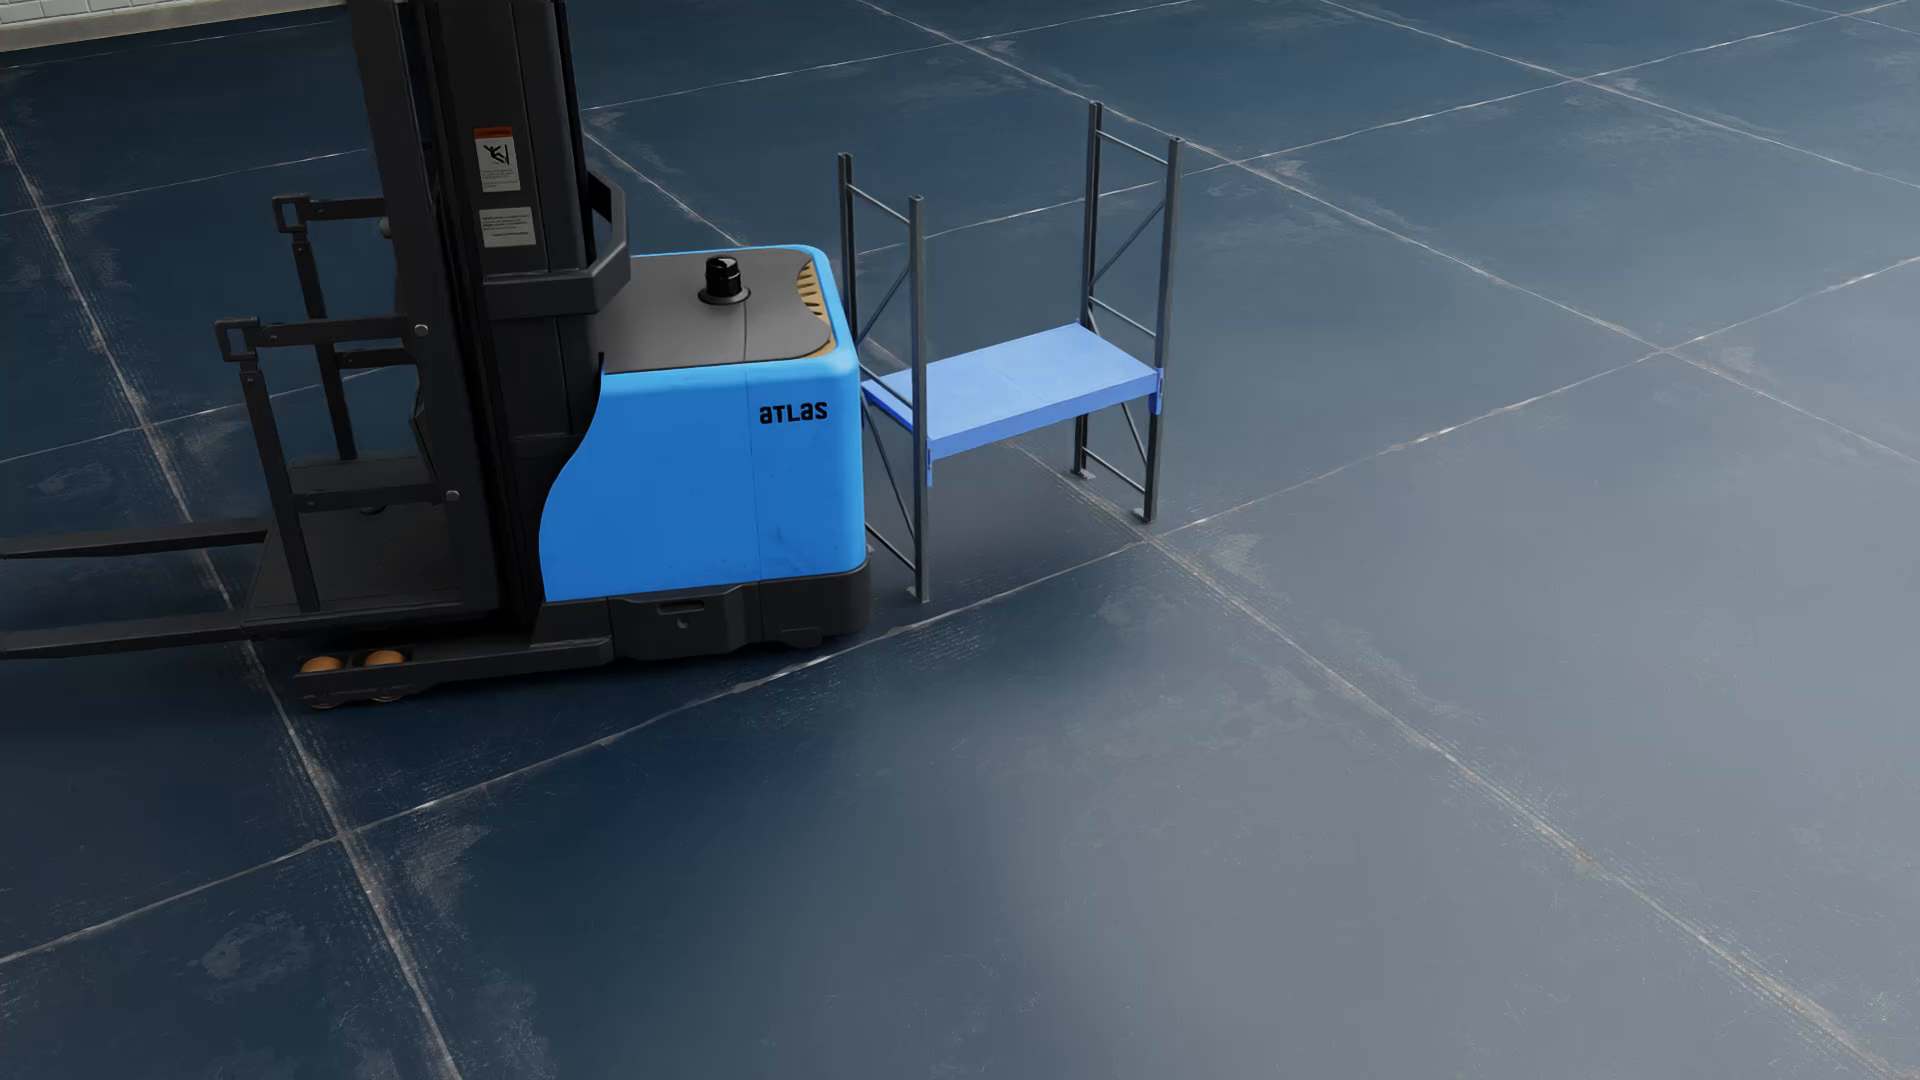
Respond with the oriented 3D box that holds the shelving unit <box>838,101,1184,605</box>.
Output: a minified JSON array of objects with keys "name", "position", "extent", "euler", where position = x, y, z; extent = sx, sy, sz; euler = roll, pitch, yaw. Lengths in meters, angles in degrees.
[{"name":"shelving unit","position":[0.175,-0.667,5.901],"extent":[1.048,1.500,0.538],"euler":[-19,37,-27]}]

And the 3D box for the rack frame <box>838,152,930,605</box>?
[{"name":"rack frame","position":[-0.255,-0.522,5.671],"extent":[0.032,1.500,0.500],"euler":[-19,37,-27]}]

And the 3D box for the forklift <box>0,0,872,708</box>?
[{"name":"forklift","position":[-1.870,-1.000,5.089],"extent":[3.031,2.935,1.130],"euler":[-6,33,-9]}]

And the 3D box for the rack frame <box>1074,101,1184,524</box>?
[{"name":"rack frame","position":[0.605,-0.812,6.131],"extent":[0.032,1.500,0.500],"euler":[-19,37,-27]}]

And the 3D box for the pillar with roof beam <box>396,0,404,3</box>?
[{"name":"pillar with roof beam","position":[-2.006,-6.052,7.410],"extent":[0.400,9.000,9.100],"euler":[-19,37,-27]}]

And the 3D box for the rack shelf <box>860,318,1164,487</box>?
[{"name":"rack shelf","position":[0.175,-0.514,5.997],"extent":[1.000,0.185,0.538],"euler":[-19,37,-27]}]
